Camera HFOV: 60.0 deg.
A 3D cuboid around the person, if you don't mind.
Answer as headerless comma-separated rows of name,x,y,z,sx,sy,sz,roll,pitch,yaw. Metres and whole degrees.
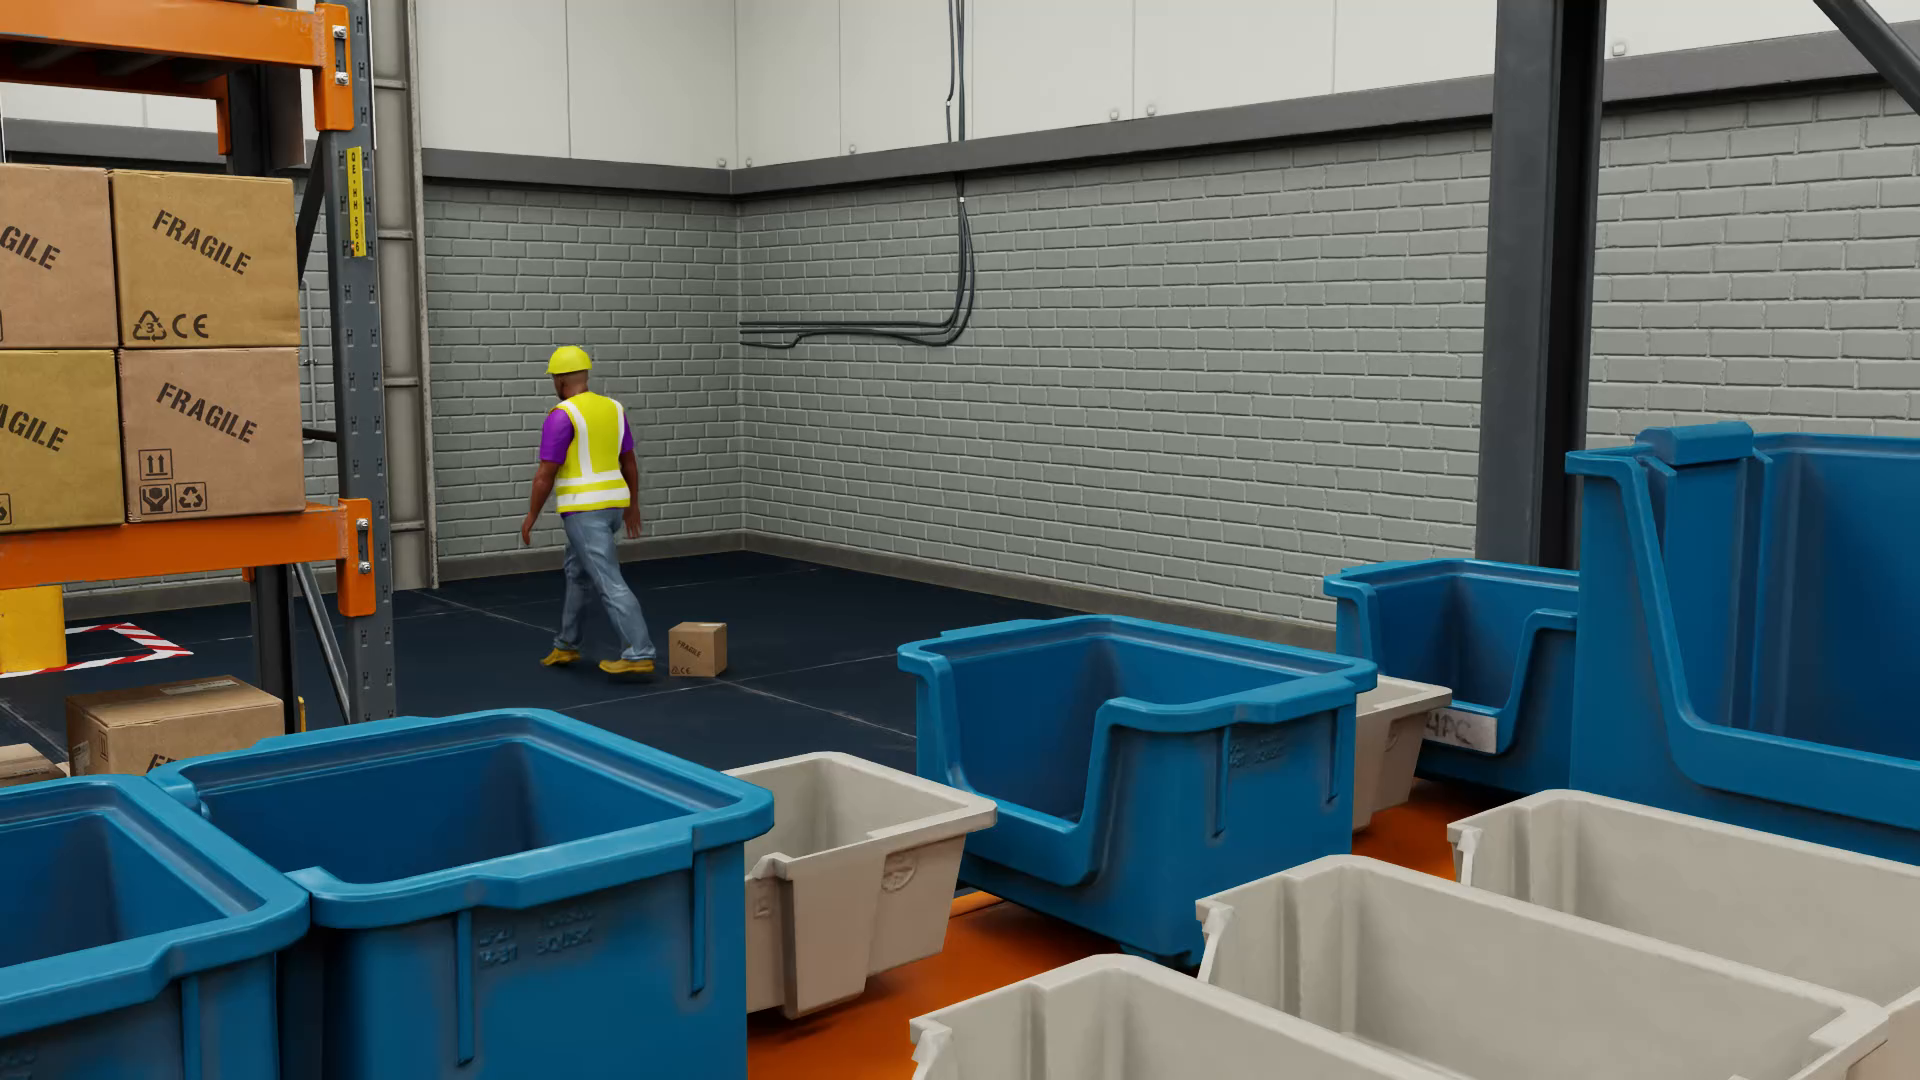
person,-1.985,-0.137,8.819,0.880,1.777,0.600,3,8,23
